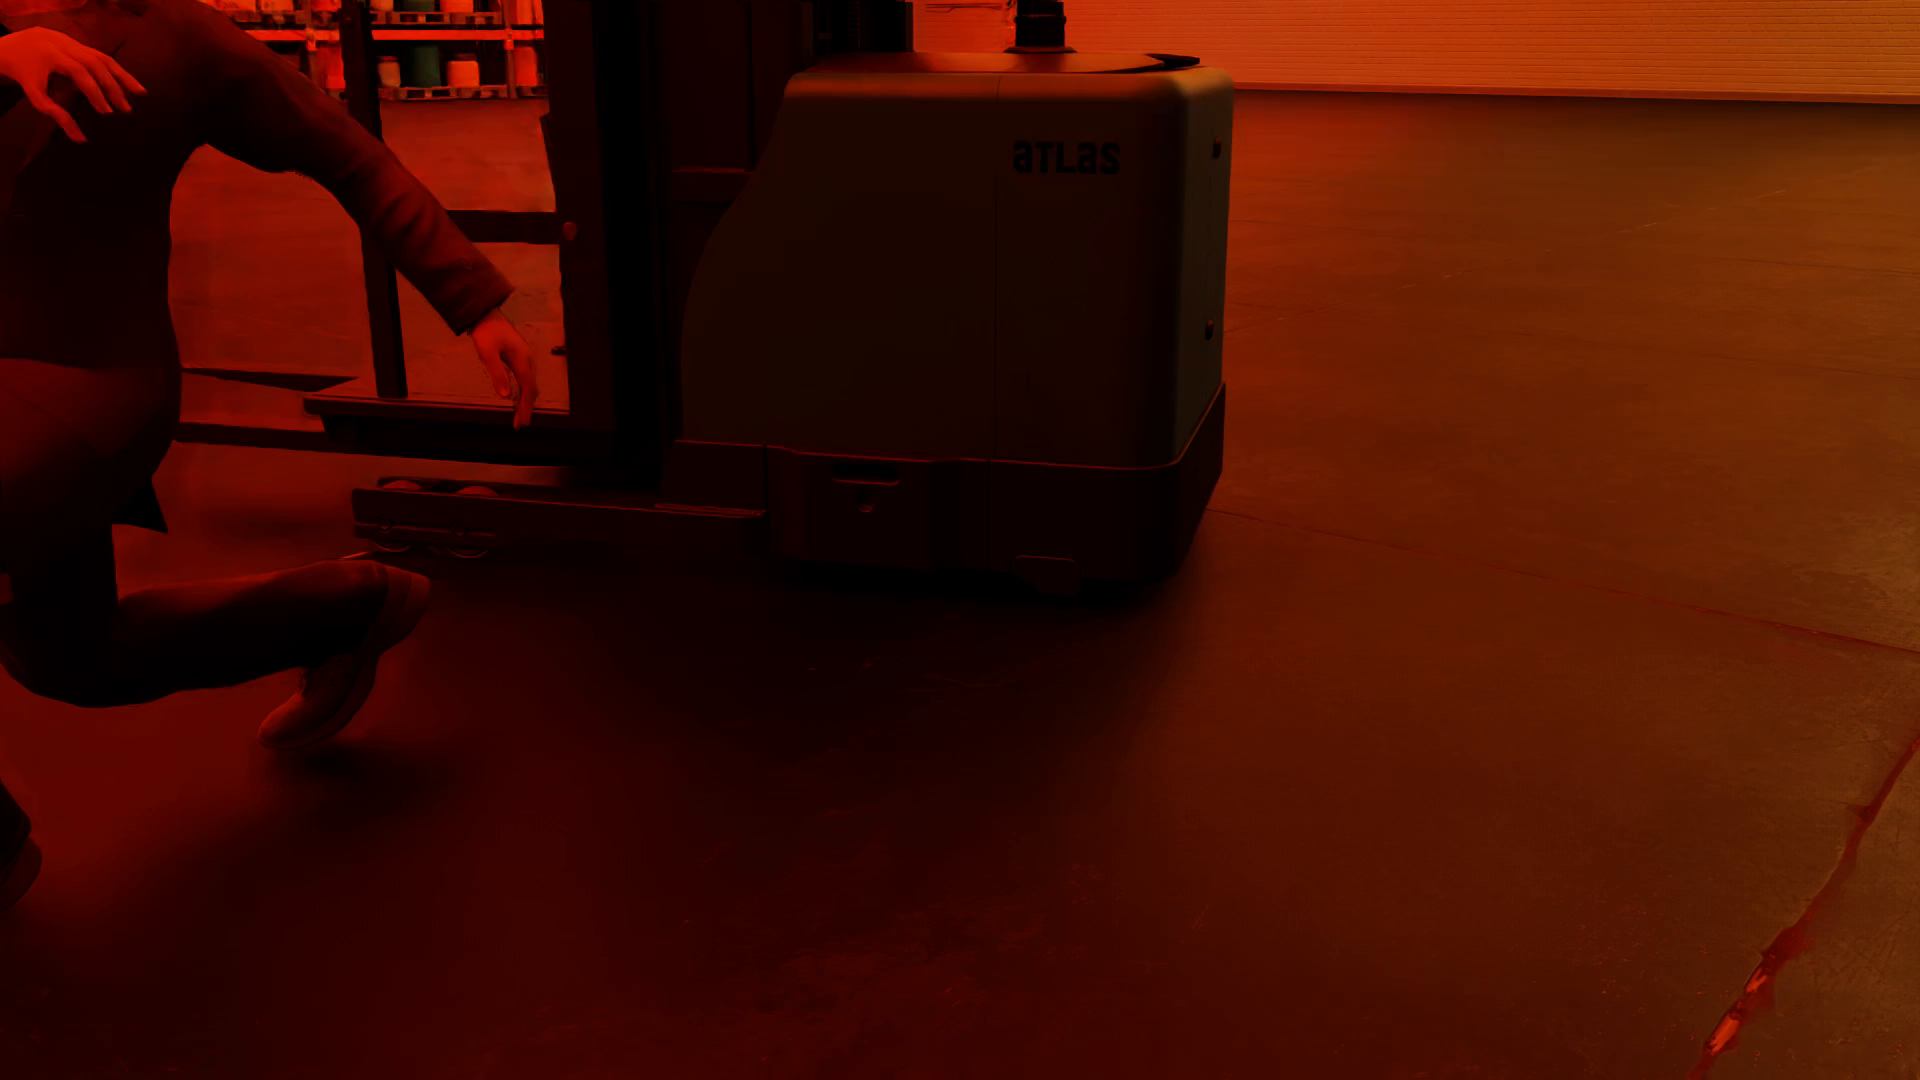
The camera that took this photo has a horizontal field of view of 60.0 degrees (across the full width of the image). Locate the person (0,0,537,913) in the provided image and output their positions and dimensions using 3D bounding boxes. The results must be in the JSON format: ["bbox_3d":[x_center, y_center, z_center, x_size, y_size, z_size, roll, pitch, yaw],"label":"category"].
[{"bbox_3d":[-1.096,-0.231,2.252,0.780,1.547,1.006,5,17,15],"label":"person"}]

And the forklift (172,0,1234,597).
[{"bbox_3d":[-0.903,-1.501,3.840,3.031,2.935,1.130,4,17,14],"label":"forklift"}]
